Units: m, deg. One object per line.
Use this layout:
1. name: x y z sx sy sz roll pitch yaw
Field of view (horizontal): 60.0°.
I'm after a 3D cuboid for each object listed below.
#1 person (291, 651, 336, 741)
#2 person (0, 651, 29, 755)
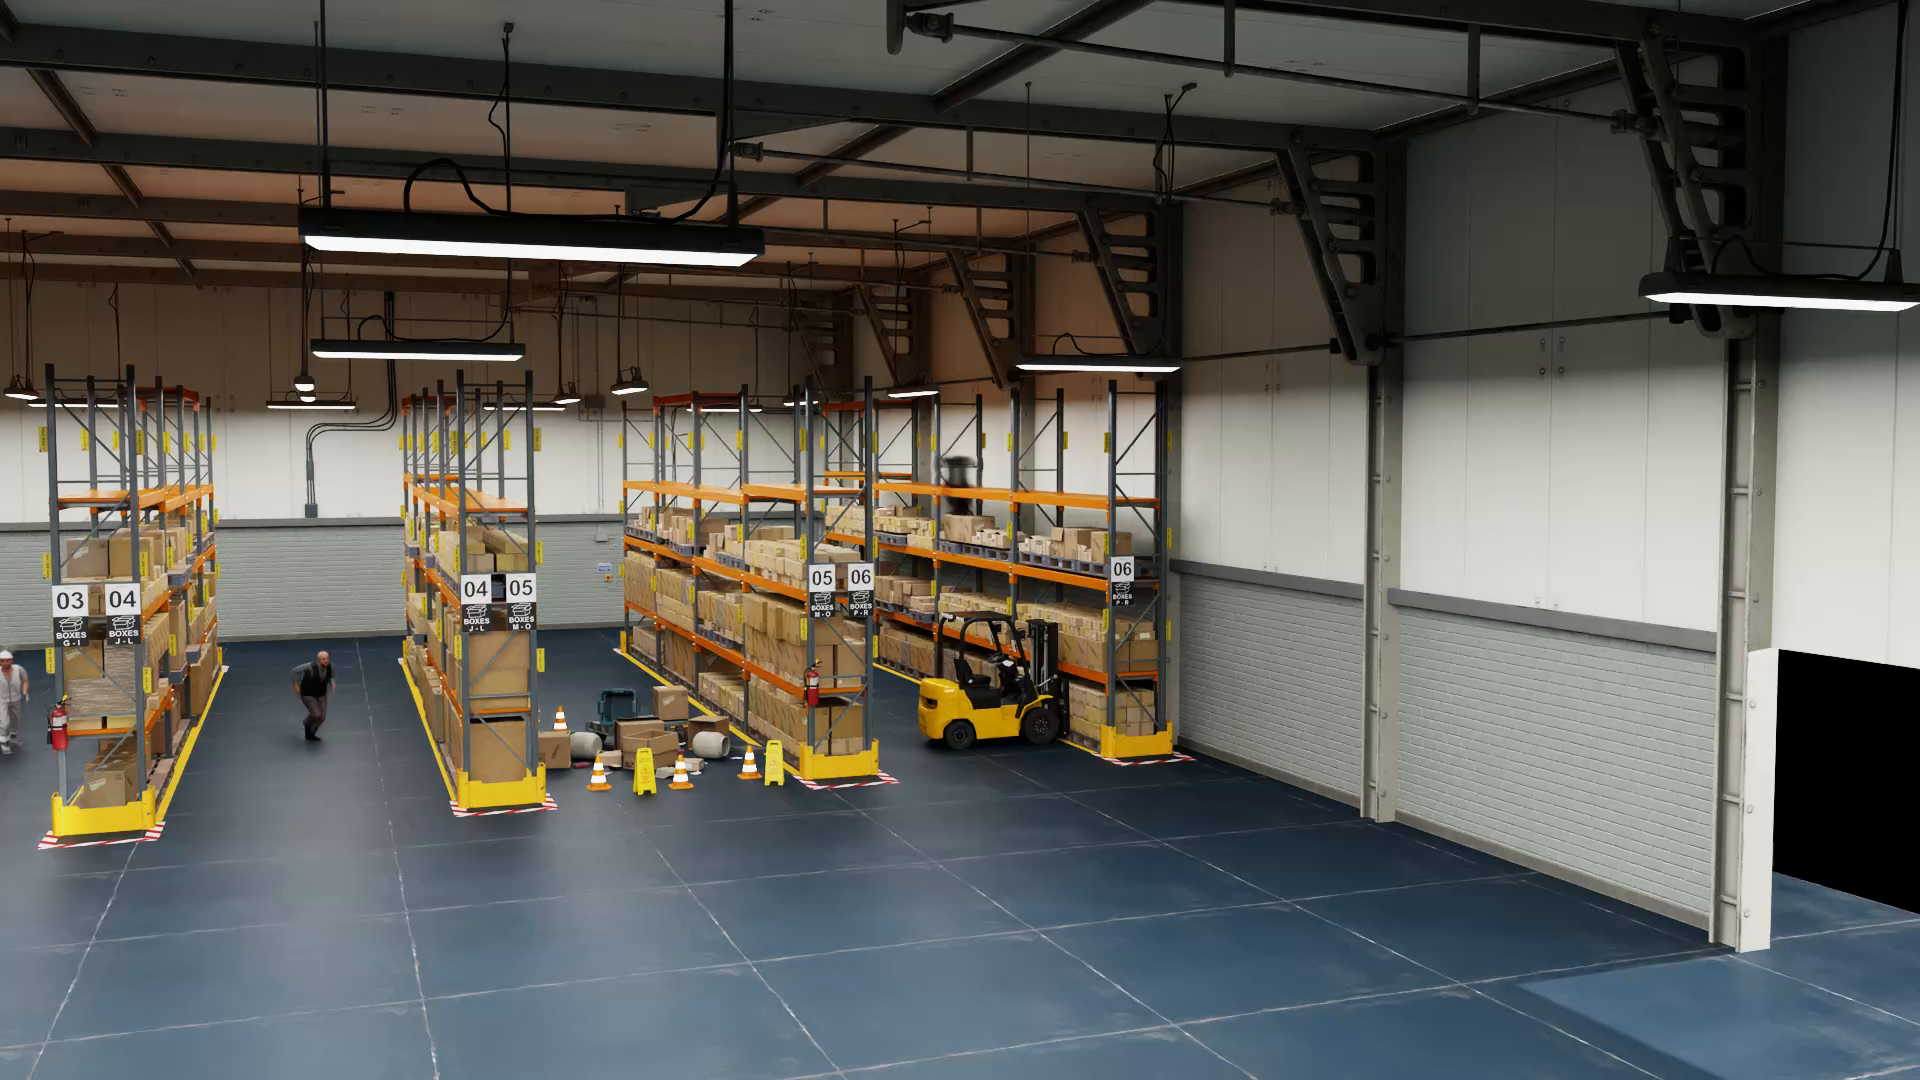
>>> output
1. person: -10.754 2.611 27.699 0.829 1.548 0.693 3 5 42
2. person: -15.294 2.596 26.718 0.865 1.698 0.679 3 4 41
